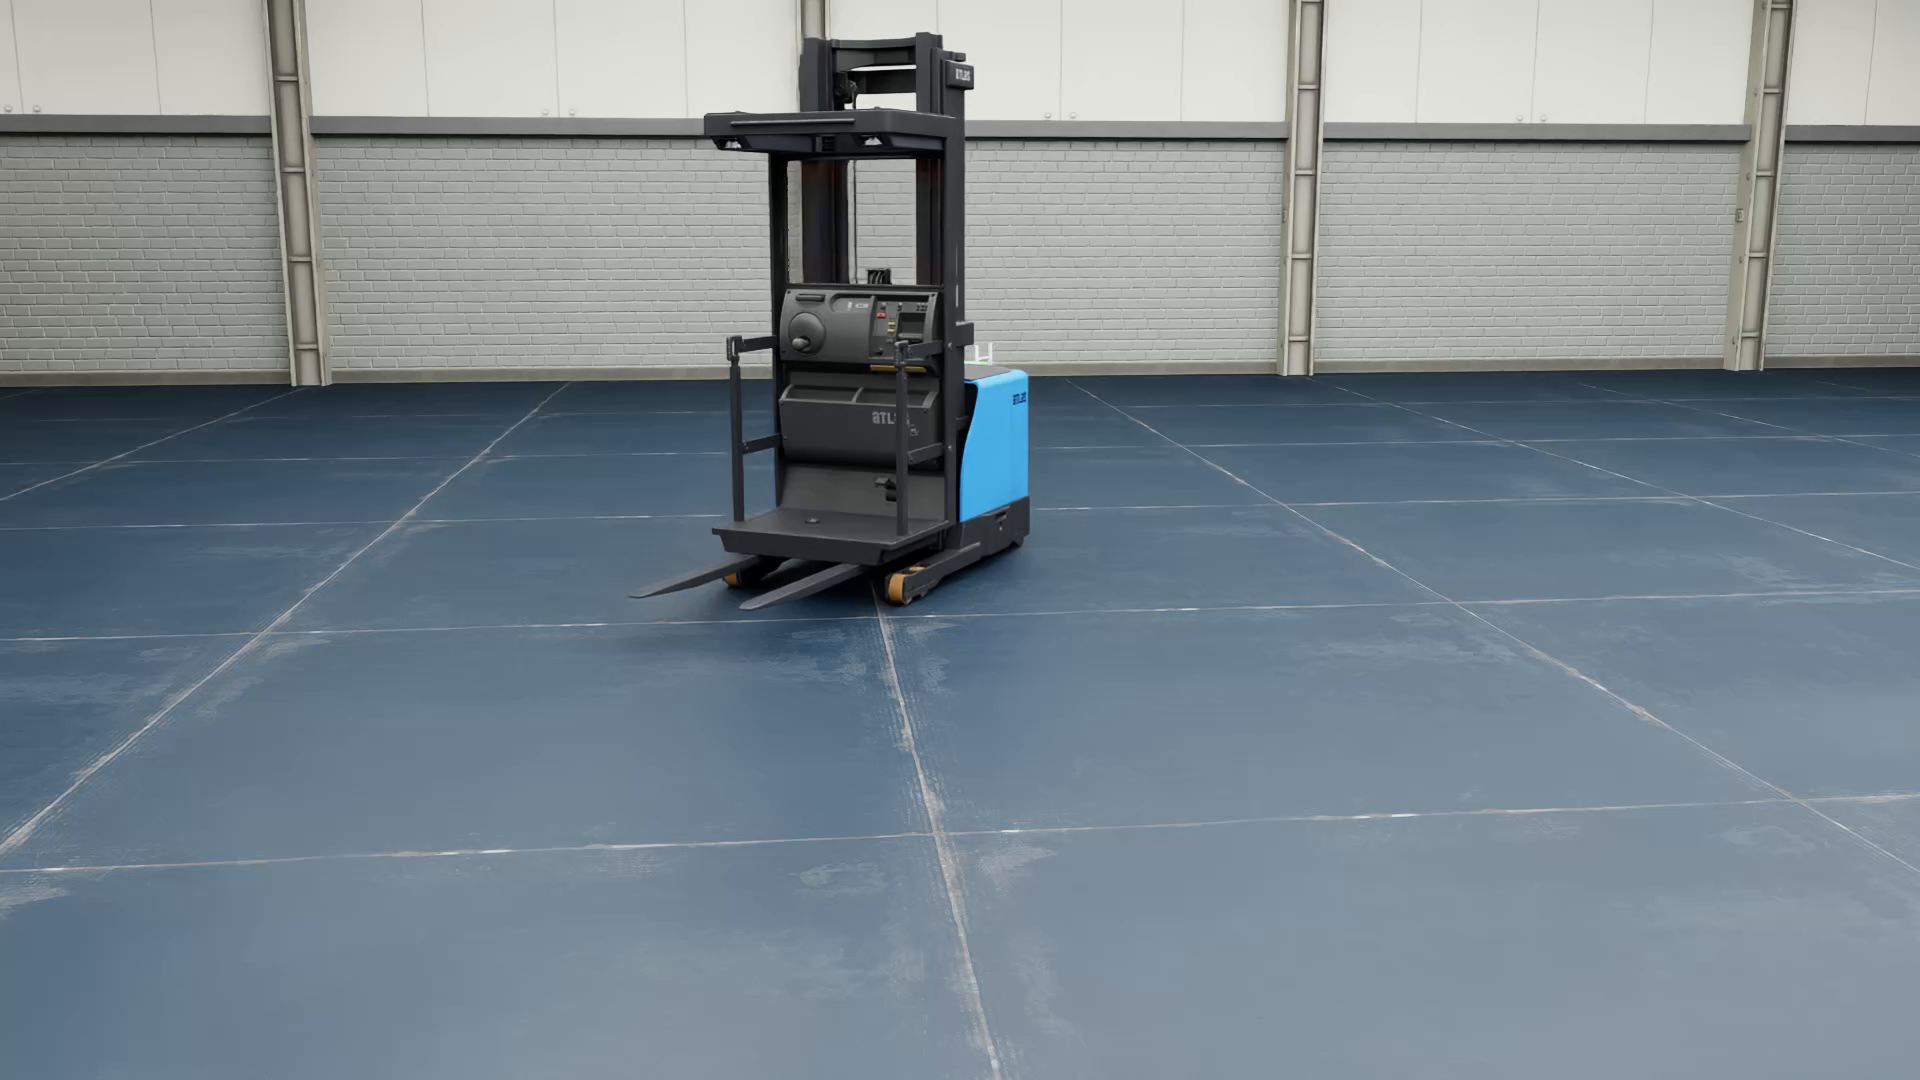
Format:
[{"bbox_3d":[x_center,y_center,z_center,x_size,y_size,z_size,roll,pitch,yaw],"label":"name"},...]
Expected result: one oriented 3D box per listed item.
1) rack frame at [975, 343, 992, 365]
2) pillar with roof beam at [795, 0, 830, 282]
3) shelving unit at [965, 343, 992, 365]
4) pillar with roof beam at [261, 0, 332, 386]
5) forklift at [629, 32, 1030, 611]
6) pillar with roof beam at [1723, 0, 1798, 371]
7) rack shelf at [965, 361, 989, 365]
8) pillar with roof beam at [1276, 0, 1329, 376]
[{"bbox_3d":[0.148,-0.628,10.454,0.015,1.200,0.240,5,12,23],"label":"rack frame"},{"bbox_3d":[-1.269,-5.561,15.329,0.400,9.000,9.100,-1,11,-6],"label":"pillar with roof beam"},{"bbox_3d":[-0.075,-0.647,10.550,0.503,1.200,0.258,5,12,23],"label":"shelving unit"},{"bbox_3d":[-7.234,-5.436,14.693,0.400,9.000,9.100,-1,11,-6],"label":"pillar with roof beam"},{"bbox_3d":[-0.641,-1.195,8.848,1.130,2.935,3.031,5,12,24],"label":"forklift"},{"bbox_3d":[10.661,-5.811,16.601,0.400,9.000,9.100,-1,11,-6],"label":"pillar with roof beam"},{"bbox_3d":[-0.075,-1.056,10.470,0.480,0.148,0.258,5,12,23],"label":"rack shelf"},{"bbox_3d":[4.696,-5.686,15.965,0.400,9.000,9.100,-1,11,-6],"label":"pillar with roof beam"}]
